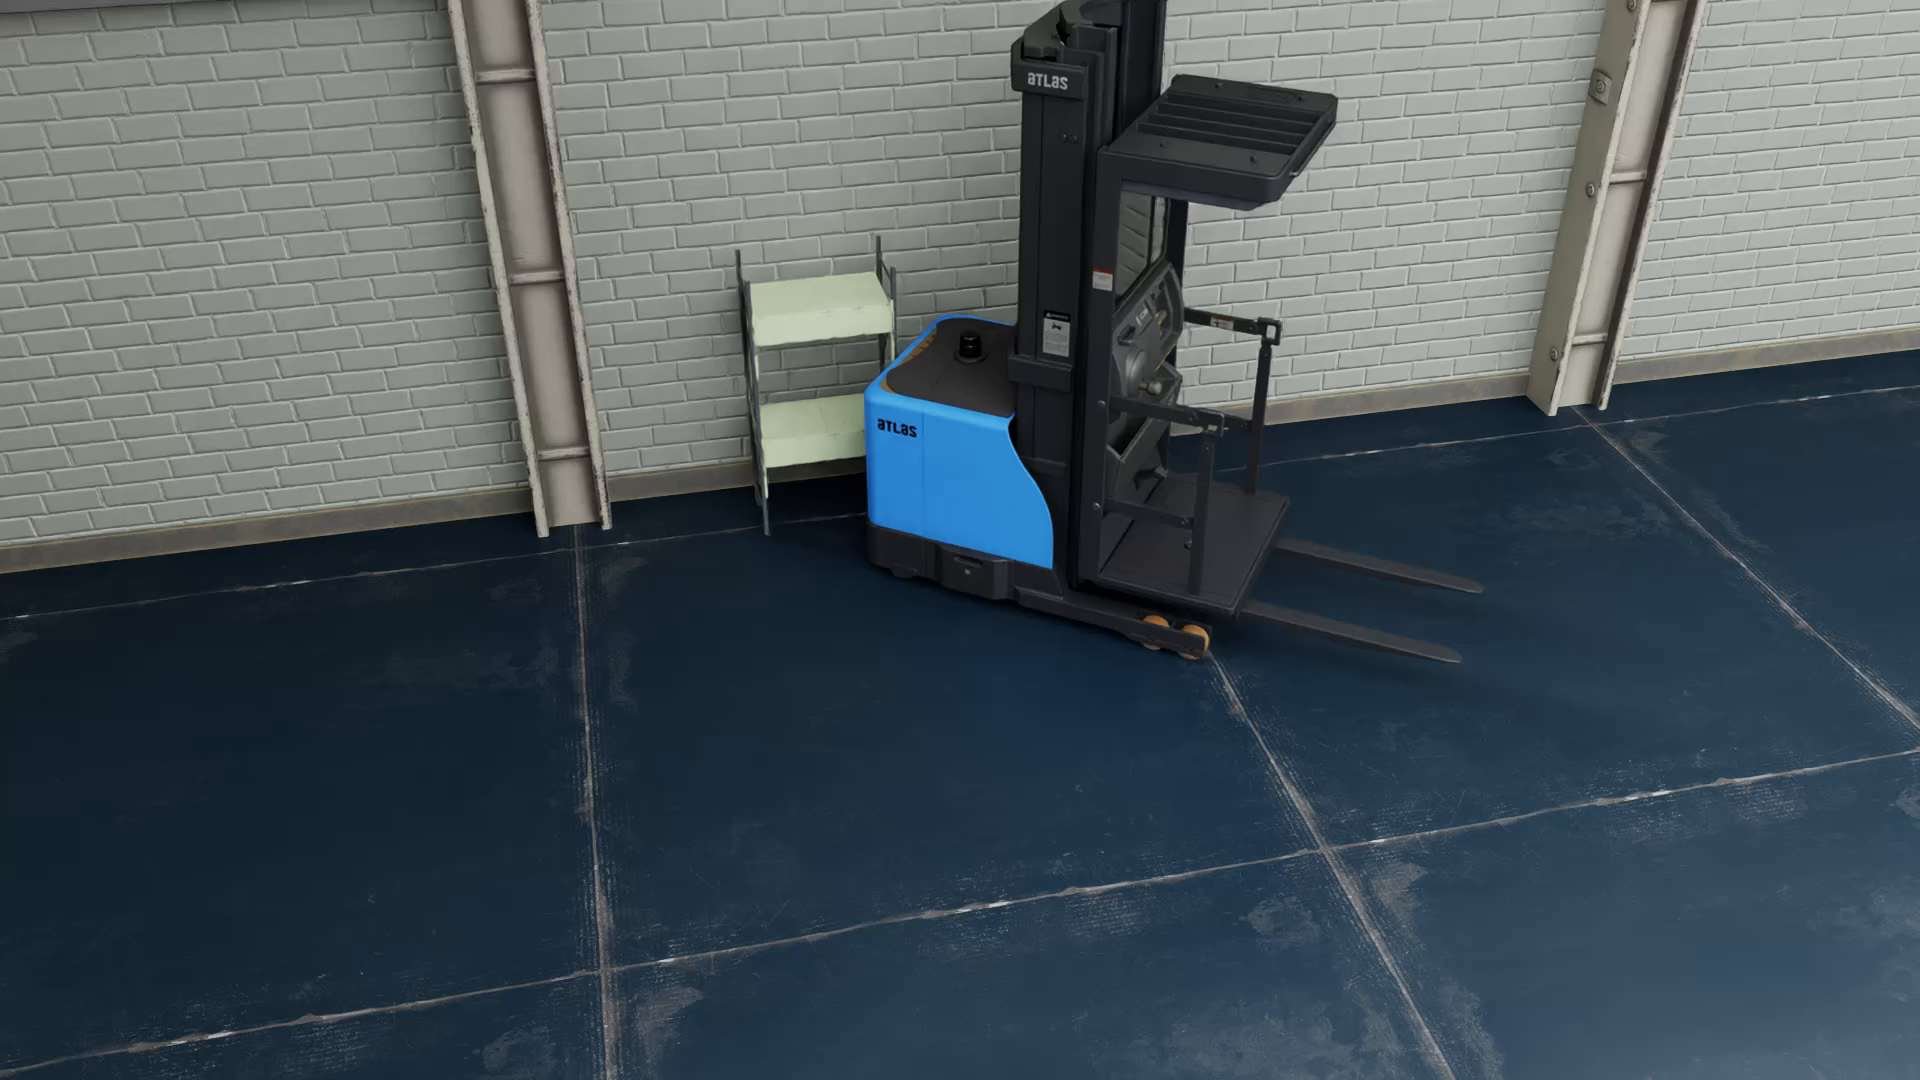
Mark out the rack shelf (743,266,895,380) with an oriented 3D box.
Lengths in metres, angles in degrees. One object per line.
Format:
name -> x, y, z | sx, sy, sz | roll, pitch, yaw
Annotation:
rack shelf -> -0.736, -1.127, 8.606 | 0.720, 0.370, 0.431 | -8, 35, -11

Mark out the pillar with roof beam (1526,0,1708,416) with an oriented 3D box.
pillar with roof beam -> 4.679, -2.257, 4.261 | 0.400, 9.000, 9.100 | -7, 35, -11

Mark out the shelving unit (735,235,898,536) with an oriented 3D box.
shelving unit -> -0.736, -0.803, 8.824 | 0.755, 1.500, 0.431 | -8, 35, -11

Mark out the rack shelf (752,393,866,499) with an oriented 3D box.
rack shelf -> -0.736, -0.532, 9.005 | 0.720, 0.370, 0.431 | -8, 35, -11

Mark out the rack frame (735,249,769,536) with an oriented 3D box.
rack frame -> -1.091, -0.755, 8.752 | 0.023, 1.500, 0.400 | -8, 35, -11

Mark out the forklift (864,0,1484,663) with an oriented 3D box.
forklift -> 1.073, -0.974, 7.794 | 3.031, 2.935, 1.130 | 14, 36, 20

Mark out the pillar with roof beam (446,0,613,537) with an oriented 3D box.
pillar with roof beam -> -1.174, -1.519, 3.162 | 0.400, 9.000, 9.100 | -7, 35, -11

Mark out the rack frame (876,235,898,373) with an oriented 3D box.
rack frame -> -0.380, -0.851, 8.896 | 0.023, 1.500, 0.400 | -8, 35, -11
